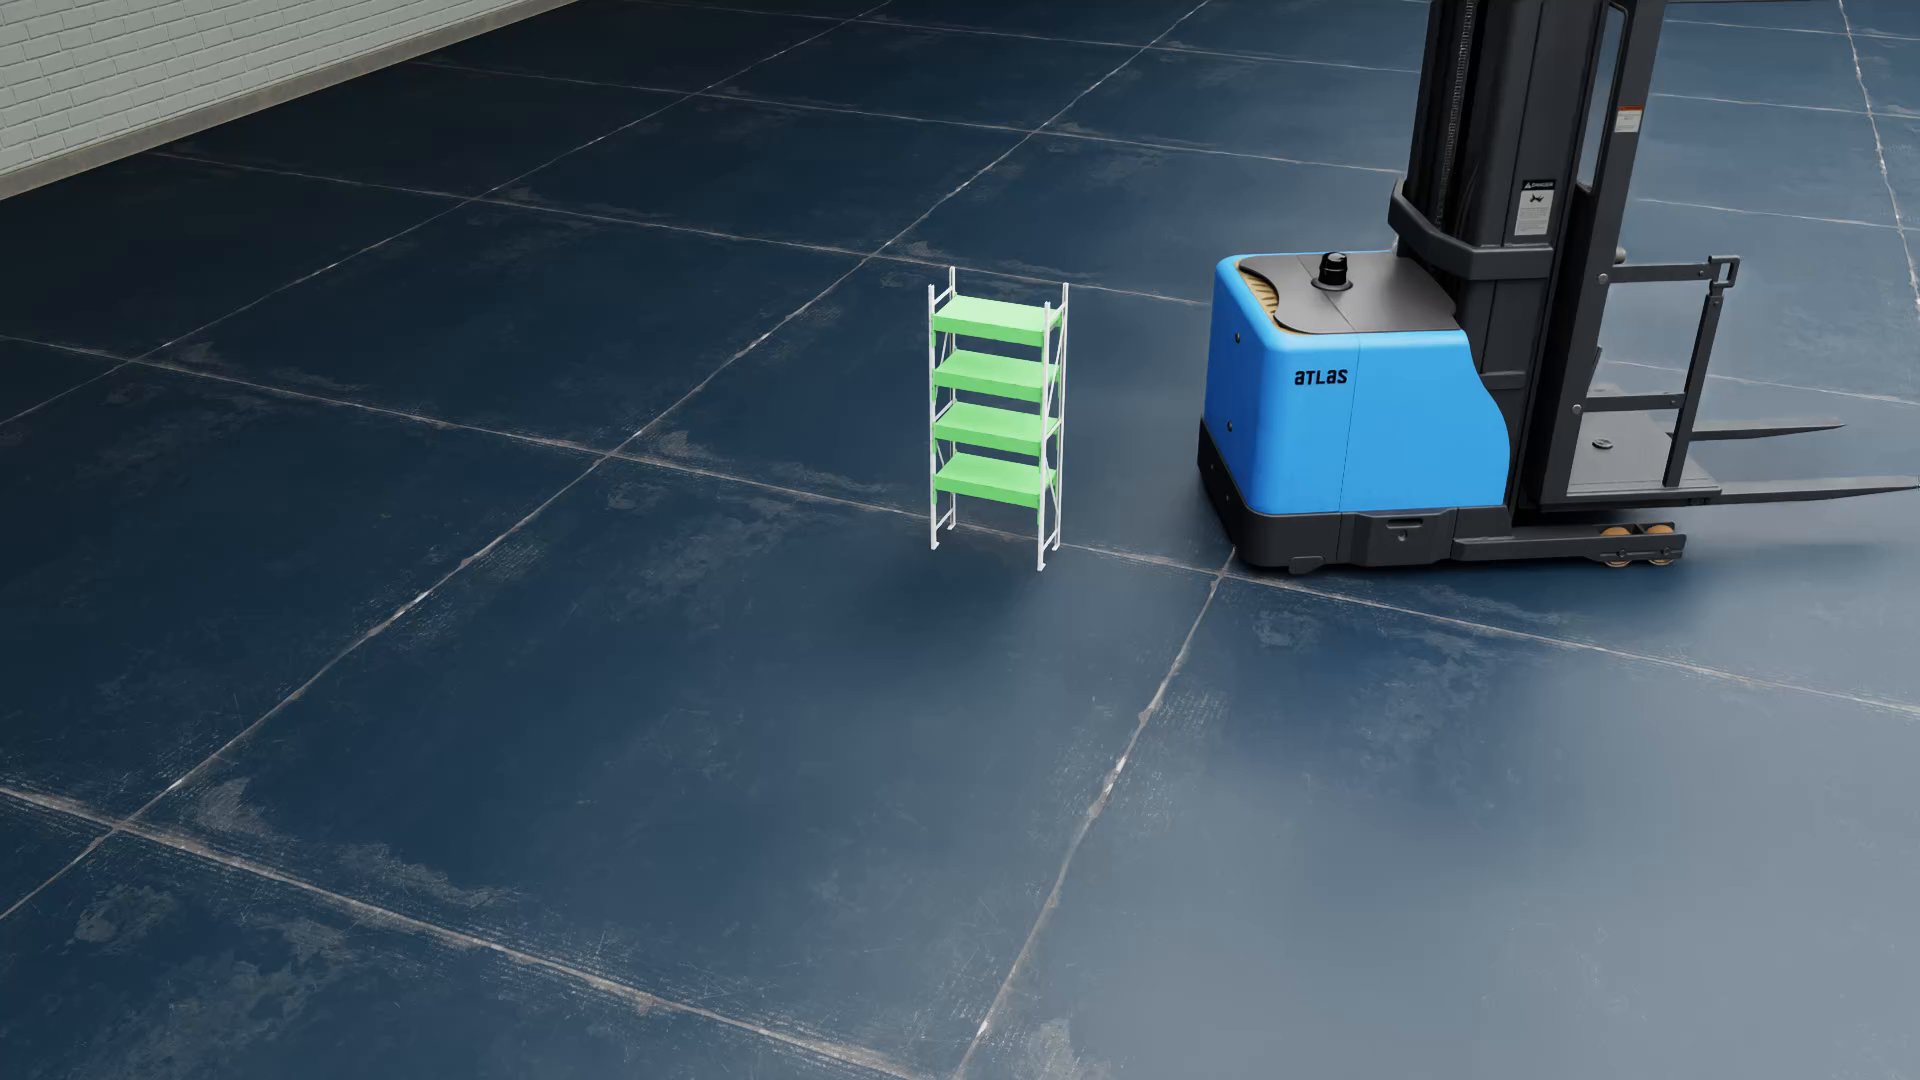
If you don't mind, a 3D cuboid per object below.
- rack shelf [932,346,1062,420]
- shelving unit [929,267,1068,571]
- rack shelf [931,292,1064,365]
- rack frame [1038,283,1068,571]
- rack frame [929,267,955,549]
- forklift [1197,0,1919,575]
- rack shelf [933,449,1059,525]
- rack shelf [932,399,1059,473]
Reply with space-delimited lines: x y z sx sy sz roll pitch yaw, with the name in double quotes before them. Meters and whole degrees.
"rack shelf" 0.153 -0.645 6.814 0.480 0.148 0.258 11 31 19
"shelving unit" 0.153 -0.492 6.901 0.503 1.200 0.258 11 31 19
"rack shelf" 0.153 -0.854 6.696 0.480 0.148 0.258 11 31 19
"rack frame" 0.379 -0.447 6.821 0.015 1.200 0.240 11 31 19
"rack frame" -0.073 -0.537 6.980 0.015 1.200 0.240 11 31 19
"forklift" 2.648 -1.419 6.782 3.031 2.935 1.130 -3 30 -4
"rack shelf" 0.153 -0.227 7.050 0.480 0.148 0.258 11 31 19
"rack shelf" 0.153 -0.436 6.932 0.480 0.148 0.258 11 31 19
